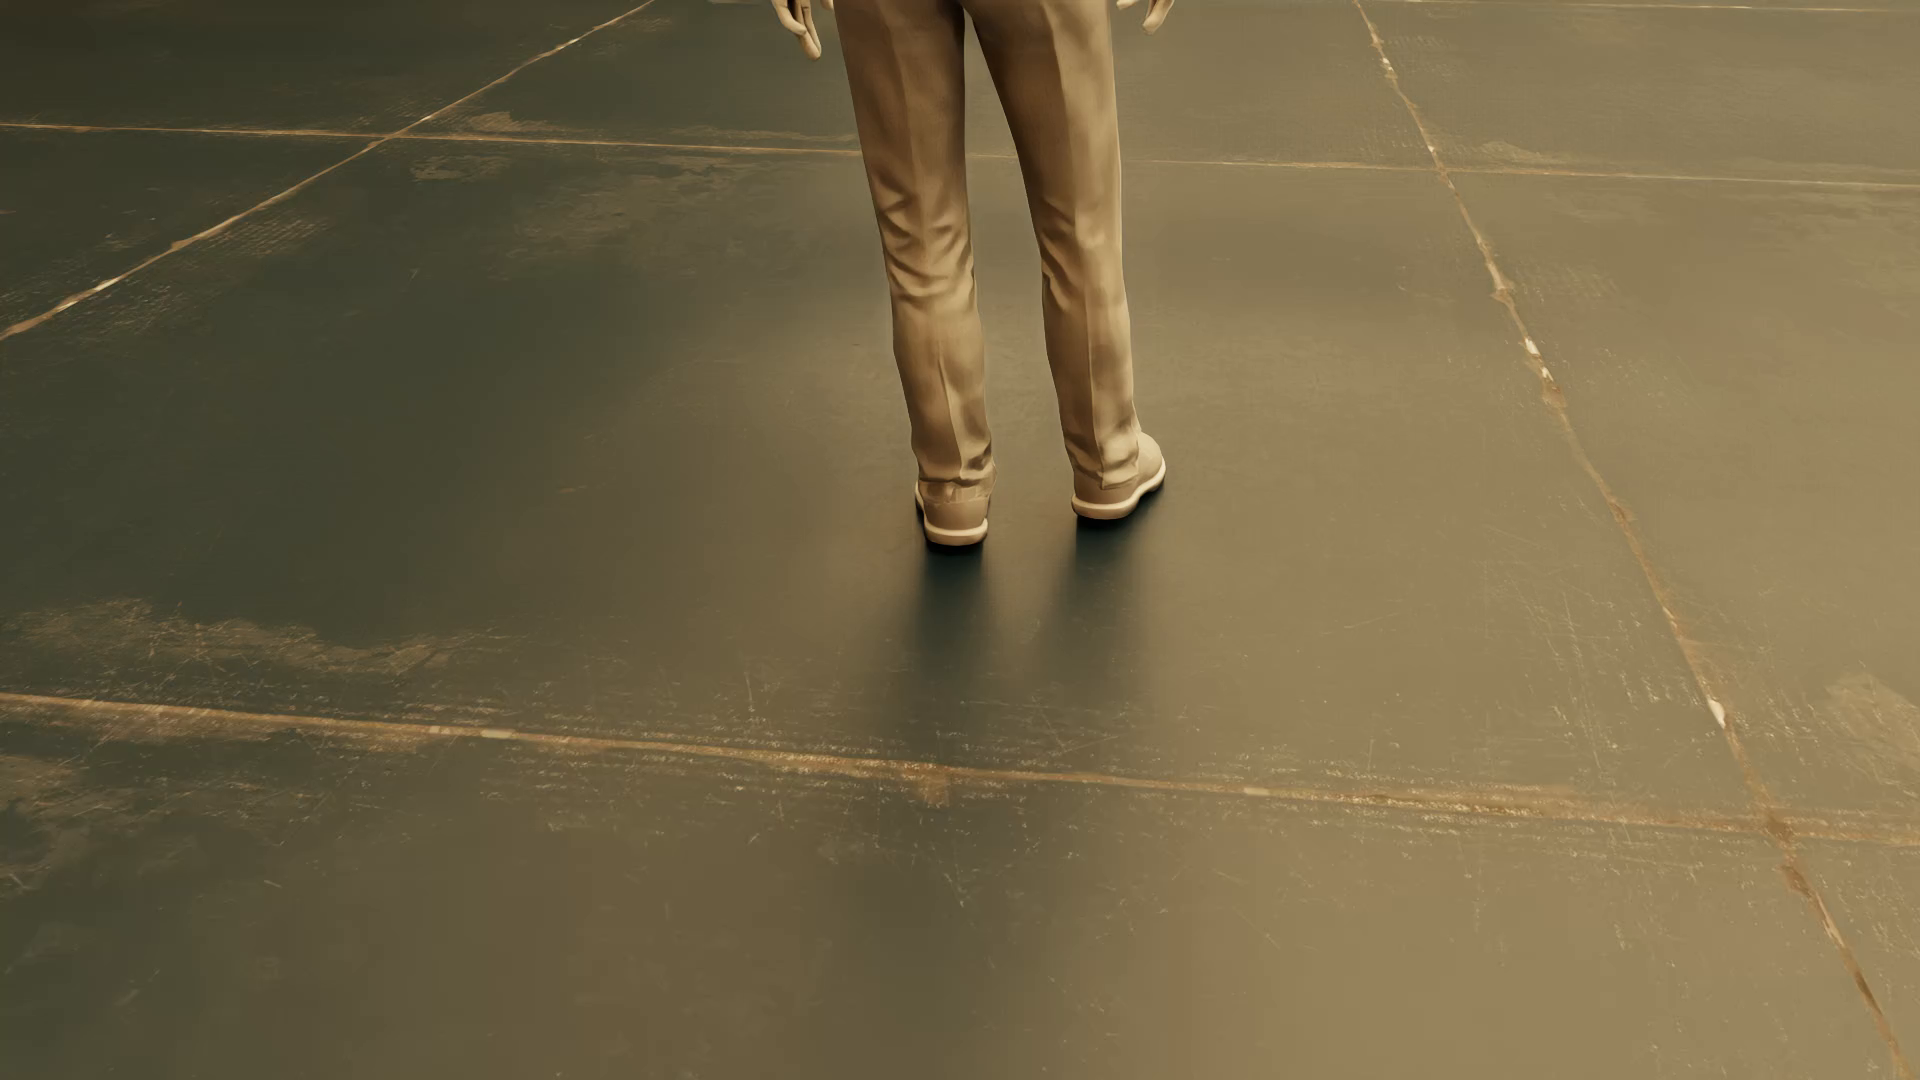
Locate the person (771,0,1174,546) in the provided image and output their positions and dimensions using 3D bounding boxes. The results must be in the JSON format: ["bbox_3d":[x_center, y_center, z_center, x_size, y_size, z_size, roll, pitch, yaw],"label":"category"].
[{"bbox_3d":[0.016,-0.794,2.178,0.586,1.694,0.531,3,27,7],"label":"person"}]
